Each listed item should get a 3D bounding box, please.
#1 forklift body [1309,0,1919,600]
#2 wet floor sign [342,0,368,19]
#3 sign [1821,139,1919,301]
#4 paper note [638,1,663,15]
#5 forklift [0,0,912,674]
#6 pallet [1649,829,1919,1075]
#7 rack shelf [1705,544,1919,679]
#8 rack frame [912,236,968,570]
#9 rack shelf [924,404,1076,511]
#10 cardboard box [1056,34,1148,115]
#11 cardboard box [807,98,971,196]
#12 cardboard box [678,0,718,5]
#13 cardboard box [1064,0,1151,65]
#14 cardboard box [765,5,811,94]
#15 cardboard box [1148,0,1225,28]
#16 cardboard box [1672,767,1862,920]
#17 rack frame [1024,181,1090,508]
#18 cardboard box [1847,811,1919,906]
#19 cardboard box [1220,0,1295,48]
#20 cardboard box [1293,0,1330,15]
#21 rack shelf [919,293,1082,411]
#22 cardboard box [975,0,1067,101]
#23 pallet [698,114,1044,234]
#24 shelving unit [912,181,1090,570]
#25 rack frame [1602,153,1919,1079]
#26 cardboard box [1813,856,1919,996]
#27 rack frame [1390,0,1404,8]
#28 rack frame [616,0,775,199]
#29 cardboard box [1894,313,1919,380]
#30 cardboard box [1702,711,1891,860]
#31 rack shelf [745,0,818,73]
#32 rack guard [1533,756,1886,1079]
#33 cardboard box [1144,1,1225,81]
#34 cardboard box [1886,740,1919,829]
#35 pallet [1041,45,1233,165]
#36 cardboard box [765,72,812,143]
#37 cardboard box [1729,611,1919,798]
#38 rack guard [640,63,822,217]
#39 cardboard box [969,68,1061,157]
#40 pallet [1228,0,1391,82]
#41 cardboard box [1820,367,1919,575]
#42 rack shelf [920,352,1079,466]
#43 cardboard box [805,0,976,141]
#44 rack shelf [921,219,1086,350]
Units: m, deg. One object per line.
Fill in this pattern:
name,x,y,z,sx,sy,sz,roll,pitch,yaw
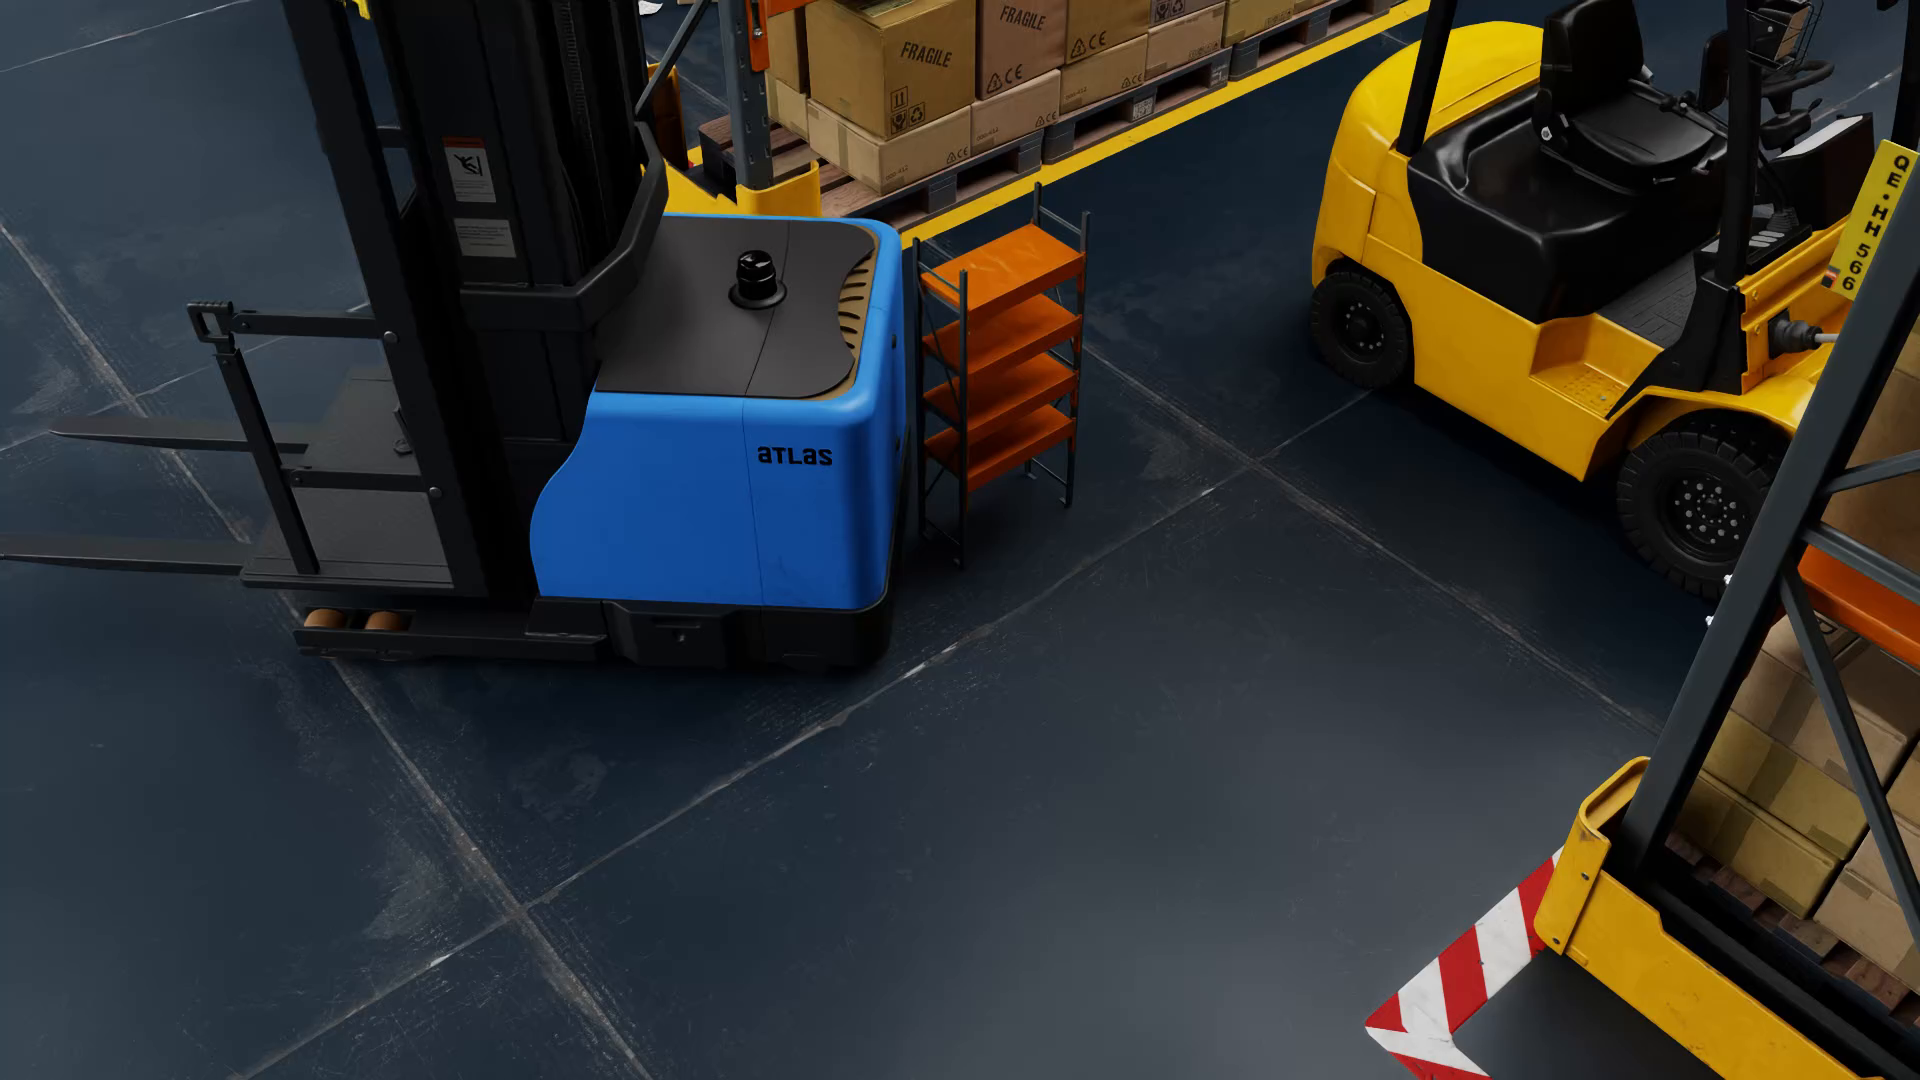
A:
forklift body,2.372,-1.284,5.547,1.214,2.155,2.313,-30,51,-28
wet floor sign,-3.104,-3.052,8.528,0.267,0.644,0.232,30,51,28
sign,1.751,-0.602,3.182,0.005,0.325,0.100,-30,51,-28
paper note,-1.651,-2.786,8.694,0.148,0.019,0.142,22,47,21
forklift,-1.710,-1.038,4.714,3.031,2.935,1.130,2,43,3
pallet,2.648,0.856,4.685,1.213,0.211,1.003,-30,51,-28
rack shelf,3.622,-0.419,4.531,4.000,0.370,1.077,-30,51,-28
rack frame,-0.060,-0.403,5.303,0.015,1.200,0.240,-30,51,-28
rack shelf,0.127,-0.316,5.599,0.480,0.148,0.258,-30,51,-28
cardboard box,0.504,-2.234,7.640,0.500,0.250,0.500,-26,49,-25
cardboard box,-0.303,-1.768,7.143,0.500,0.250,0.500,-30,51,-28
cardboard box,-1.390,-3.005,8.841,0.250,0.149,0.380,-7,44,-7
cardboard box,0.503,-2.500,7.375,0.500,0.500,0.500,-29,50,-27
cardboard box,-0.652,-2.321,7.184,0.500,0.500,0.500,-29,51,-28
cardboard box,0.908,-2.739,7.629,0.500,0.500,0.500,-27,50,-26
cardboard box,2.246,0.674,4.543,0.500,0.250,0.500,-29,51,-28
rack frame,0.314,-0.617,5.531,0.015,1.200,0.240,-30,51,-28
cardboard box,2.582,0.767,4.079,0.500,0.250,0.500,-29,50,-27
cardboard box,1.286,-2.676,8.109,0.500,0.250,0.500,-31,51,-29
cardboard box,1.688,-2.915,8.364,0.500,0.250,0.500,-28,50,-26
rack shelf,0.127,-0.624,5.310,0.480,0.148,0.258,-30,51,-28
cardboard box,0.113,-2.284,7.145,0.500,0.500,0.500,-32,52,-29
pallet,-0.395,-1.763,7.473,1.213,0.211,1.003,-30,51,-28
shelving unit,0.127,-0.510,5.417,0.503,1.200,0.258,-30,51,-28
rack frame,2.088,0.197,3.349,0.127,3.000,1.000,-30,51,-28
cardboard box,2.591,0.933,4.267,0.500,0.250,0.500,-30,51,-28
rack frame,1.969,-4.165,7.993,0.127,3.000,1.000,-30,51,-28
rack frame,-1.099,-2.408,6.123,0.127,3.000,1.000,-30,51,-28
cardboard box,2.175,-0.375,3.412,0.250,0.149,0.380,-29,50,-27
cardboard box,2.261,0.486,4.378,0.500,0.250,0.500,-30,51,-28
rack shelf,0.435,-3.024,7.304,4.000,0.370,1.077,-30,51,-28
rack guard,2.070,1.119,4.194,0.348,0.500,1.175,-30,51,-28
cardboard box,0.893,-2.455,7.874,0.500,0.250,0.500,-29,50,-27
cardboard box,2.578,0.570,3.923,0.500,0.250,0.500,-31,51,-28
pallet,0.540,-2.296,8.041,1.213,0.211,1.003,-30,51,-28
cardboard box,-0.633,-2.065,7.460,0.500,0.250,0.500,-30,51,-28
cardboard box,2.241,0.316,4.194,0.500,0.250,0.500,-28,50,-27
rack guard,-1.041,-1.530,7.014,0.348,0.500,1.175,-30,51,-28
cardboard box,0.093,-1.988,7.377,0.500,0.250,0.500,-28,50,-27
pallet,1.477,-2.835,8.614,1.213,0.211,1.003,-30,51,-28
cardboard box,2.297,-0.193,3.692,0.500,0.500,0.500,-31,51,-29
rack shelf,0.127,-0.461,5.463,0.480,0.148,0.258,-30,51,-28
cardboard box,-0.285,-2.052,6.898,0.500,0.500,0.500,-32,52,-29
rack shelf,0.127,-0.797,5.148,0.480,0.148,0.258,-30,51,-28
